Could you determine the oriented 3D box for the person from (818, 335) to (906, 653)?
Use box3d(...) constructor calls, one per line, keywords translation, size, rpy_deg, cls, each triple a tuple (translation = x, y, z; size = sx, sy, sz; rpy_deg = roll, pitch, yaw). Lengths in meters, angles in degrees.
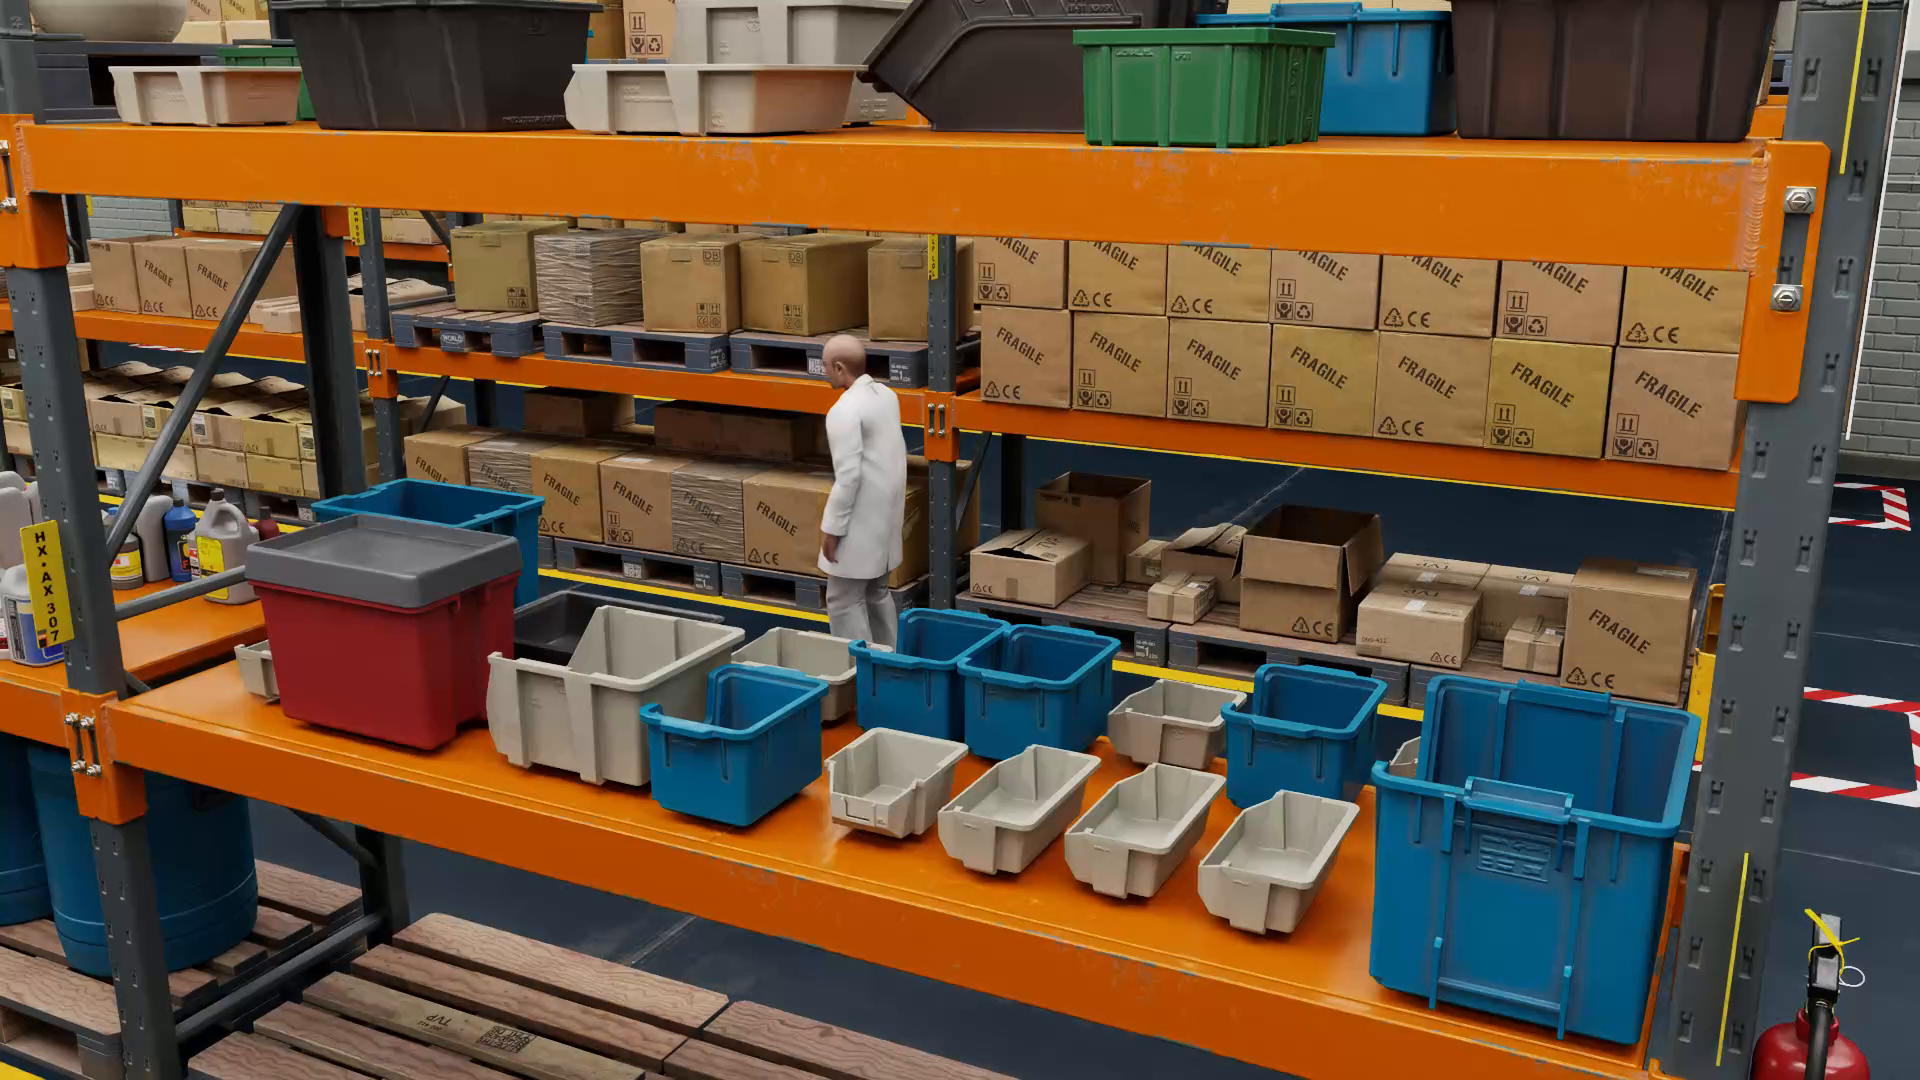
box3d(translation=(-0.475, -0.091, 7.884), size=(0.428, 1.772, 0.647), rpy_deg=(7, 17, 23), cls="person")
